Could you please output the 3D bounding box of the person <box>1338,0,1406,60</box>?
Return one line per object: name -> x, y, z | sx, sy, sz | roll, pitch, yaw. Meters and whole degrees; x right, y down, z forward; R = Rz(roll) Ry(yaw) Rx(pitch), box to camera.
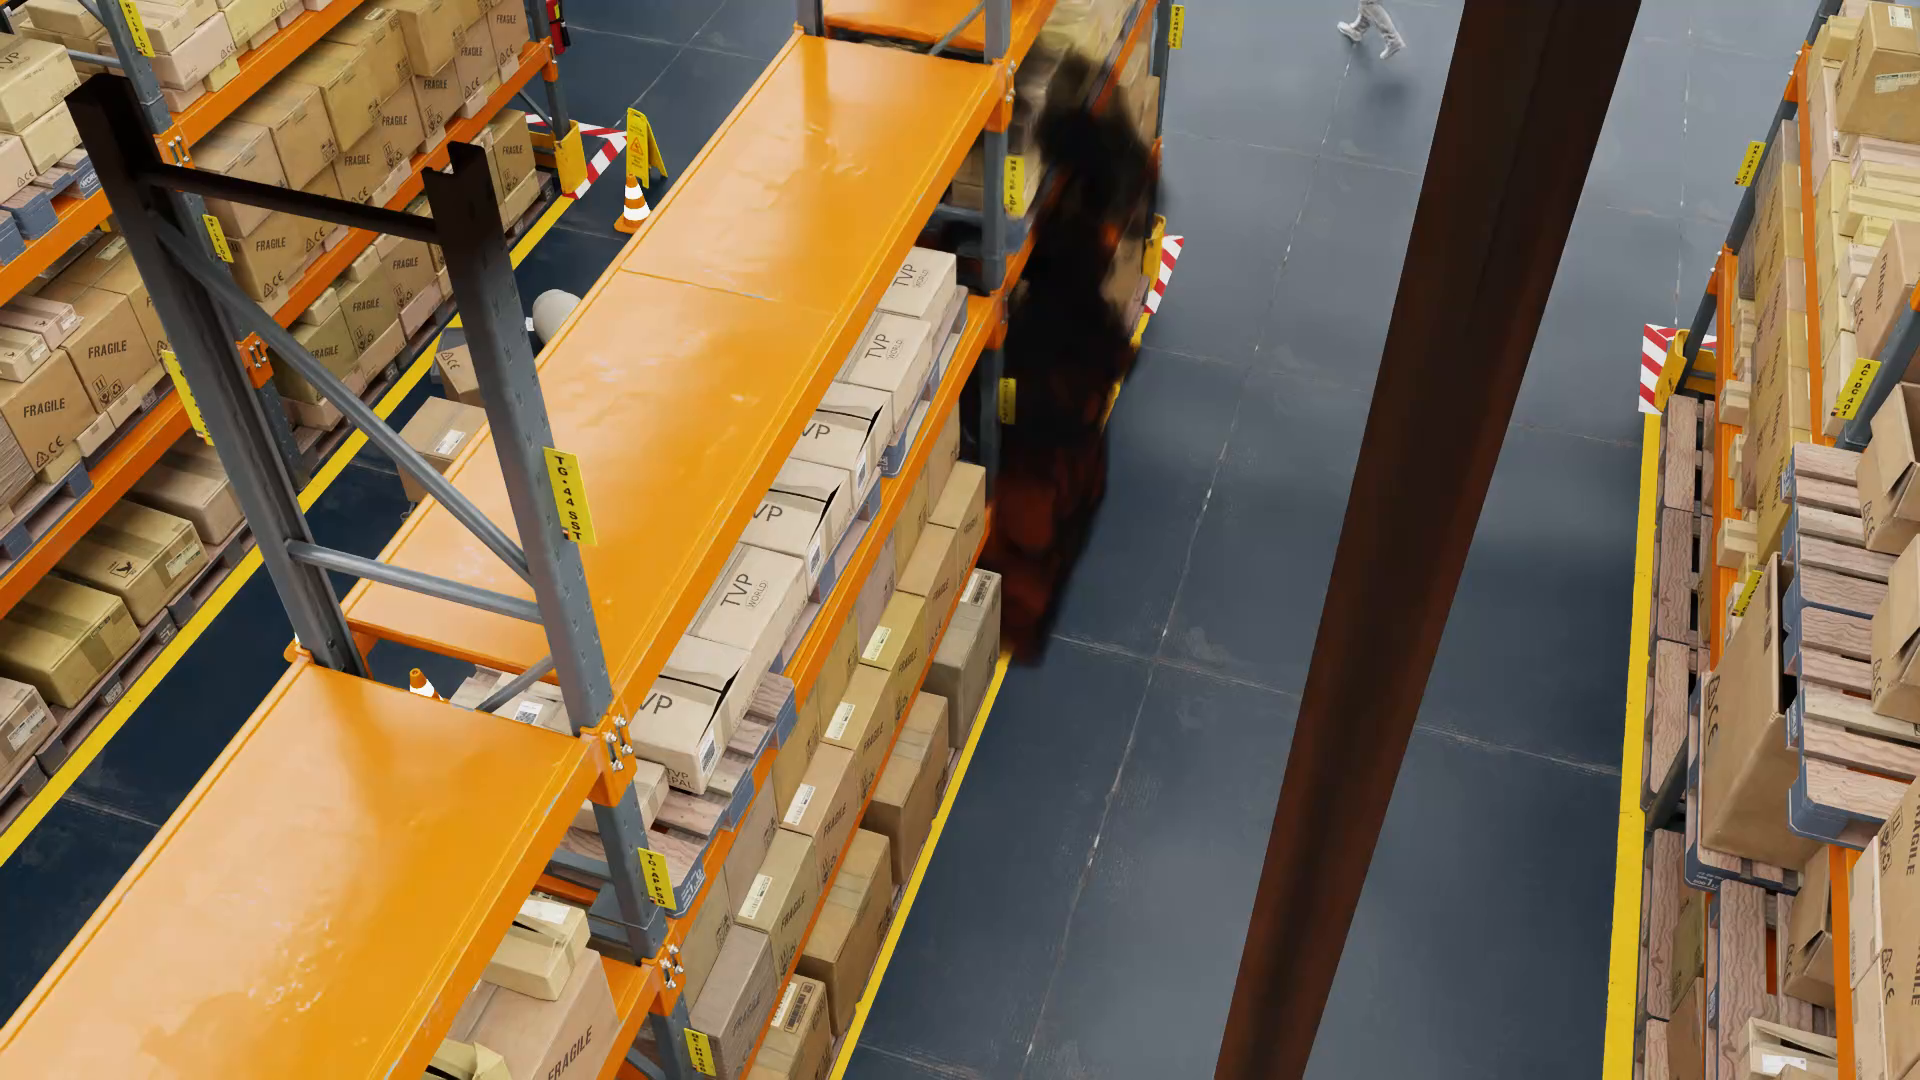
person -> 3.842, -5.200, 14.969 | 0.696, 1.764, 0.955 | -24, 50, -22
